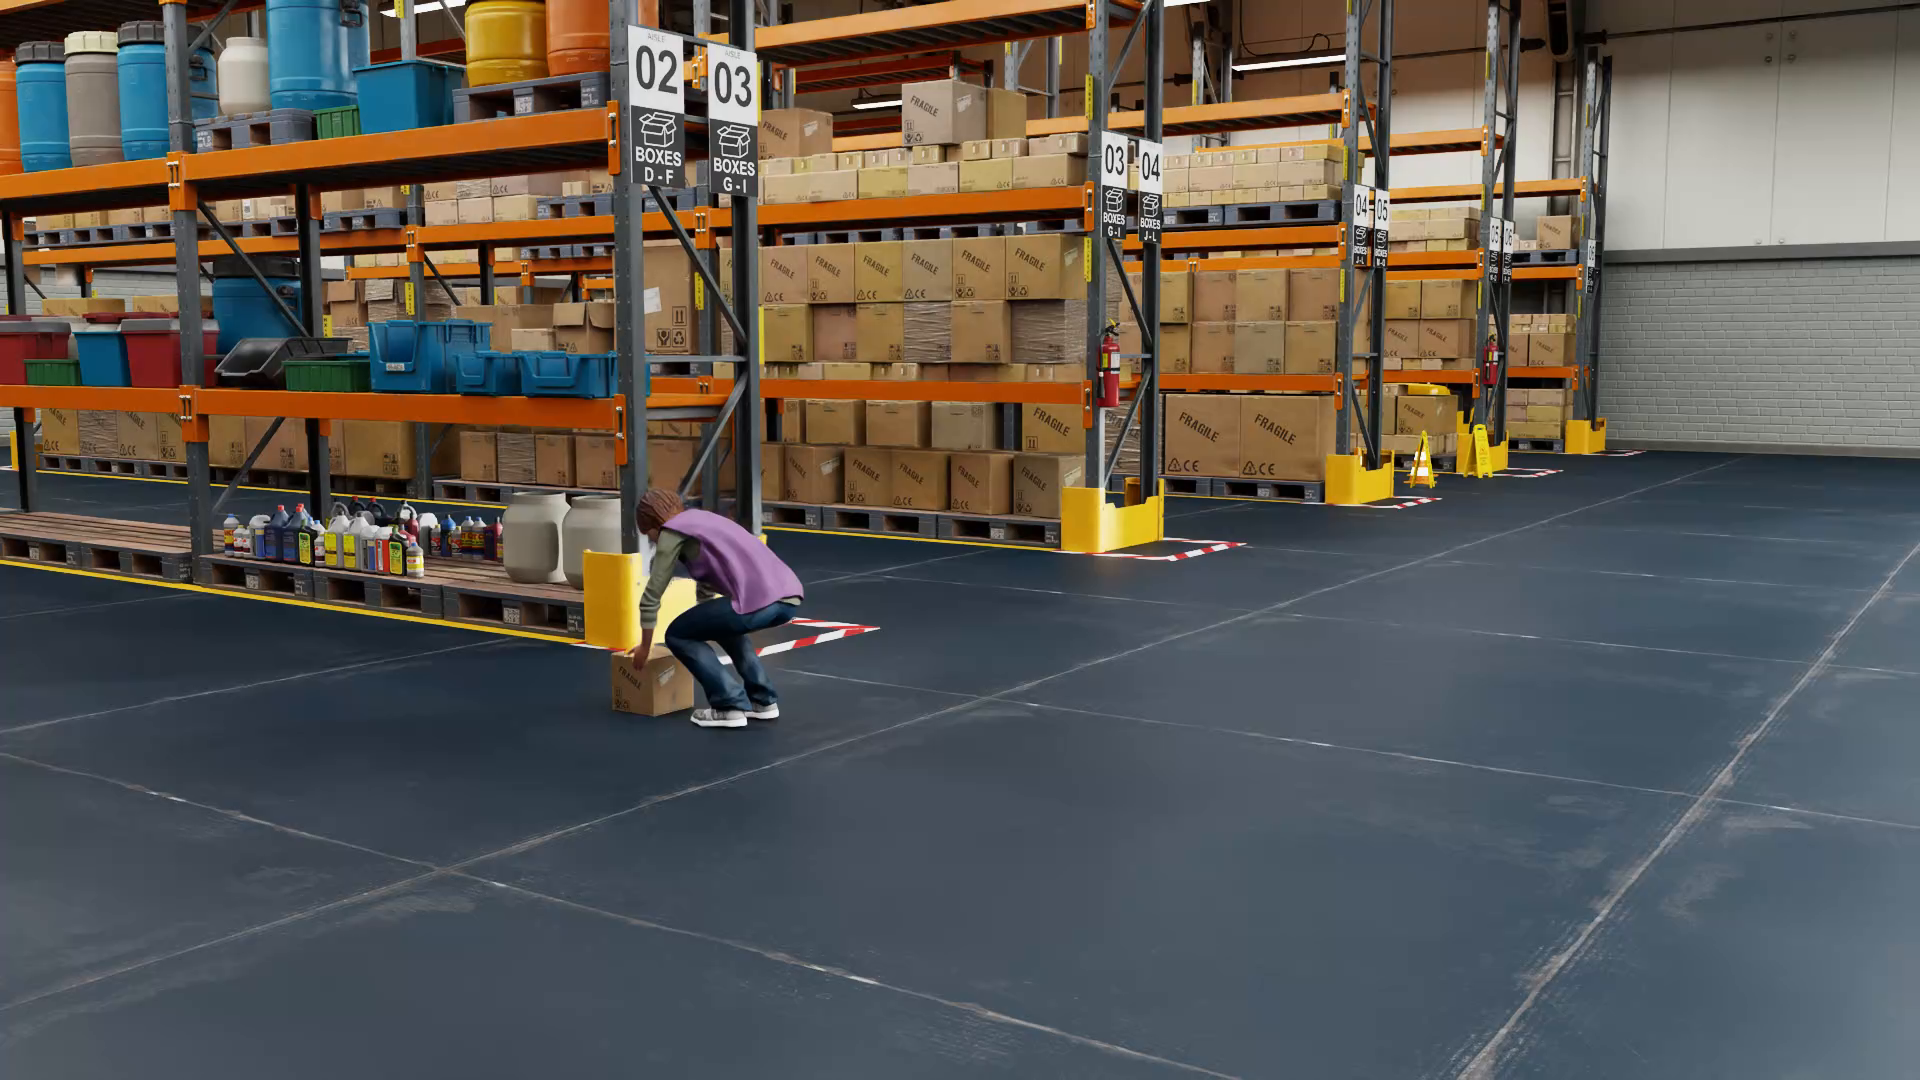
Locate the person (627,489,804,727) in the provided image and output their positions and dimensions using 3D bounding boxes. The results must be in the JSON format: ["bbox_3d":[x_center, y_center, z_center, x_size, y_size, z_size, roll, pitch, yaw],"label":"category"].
[{"bbox_3d":[-1.030,0.282,6.981,0.780,0.973,0.453,4,8,33],"label":"person"}]
